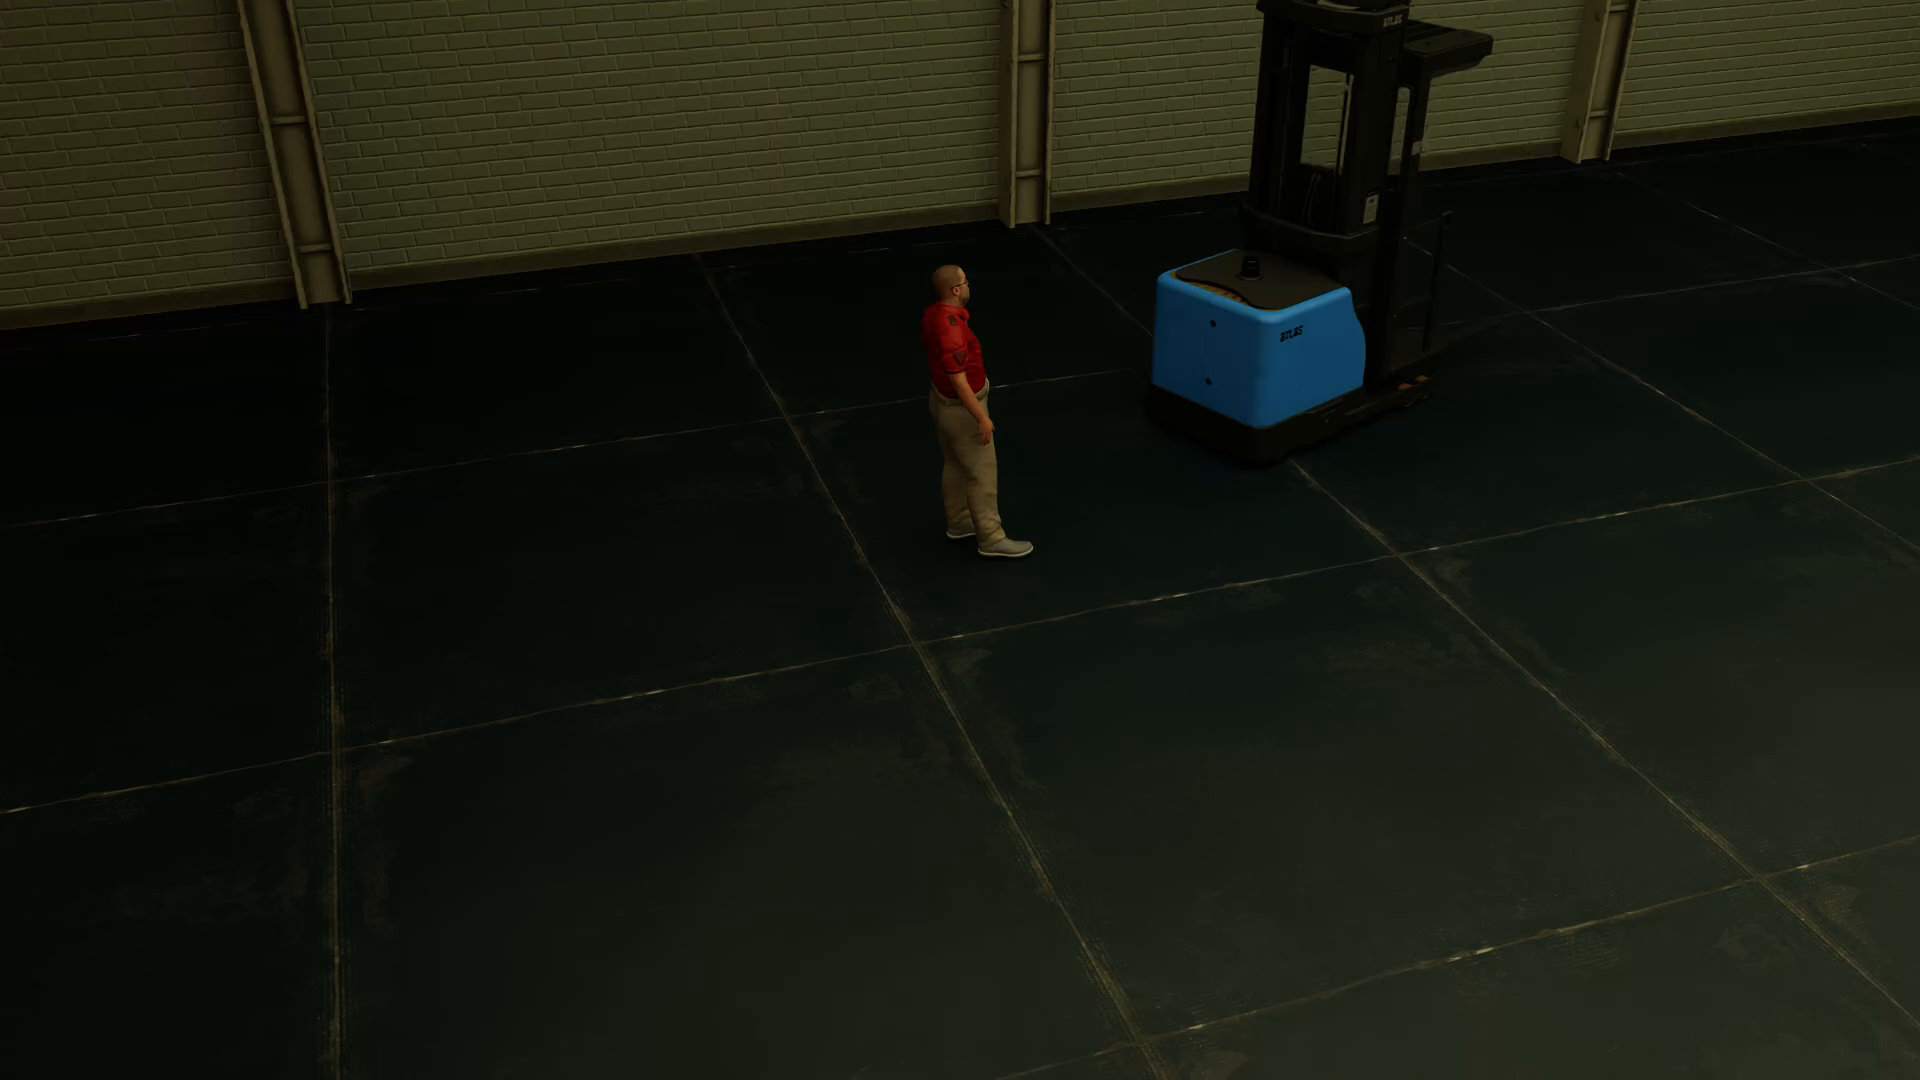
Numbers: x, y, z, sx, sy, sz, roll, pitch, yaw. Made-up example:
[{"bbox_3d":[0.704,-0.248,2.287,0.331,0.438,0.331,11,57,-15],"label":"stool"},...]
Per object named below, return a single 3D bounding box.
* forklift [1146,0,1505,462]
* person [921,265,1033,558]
[{"bbox_3d":[2.726,-2.380,11.223,3.031,2.935,1.130,-23,37,-34],"label":"forklift"},{"bbox_3d":[0.089,-0.764,9.606,0.551,1.727,0.640,-10,31,-16],"label":"person"}]
